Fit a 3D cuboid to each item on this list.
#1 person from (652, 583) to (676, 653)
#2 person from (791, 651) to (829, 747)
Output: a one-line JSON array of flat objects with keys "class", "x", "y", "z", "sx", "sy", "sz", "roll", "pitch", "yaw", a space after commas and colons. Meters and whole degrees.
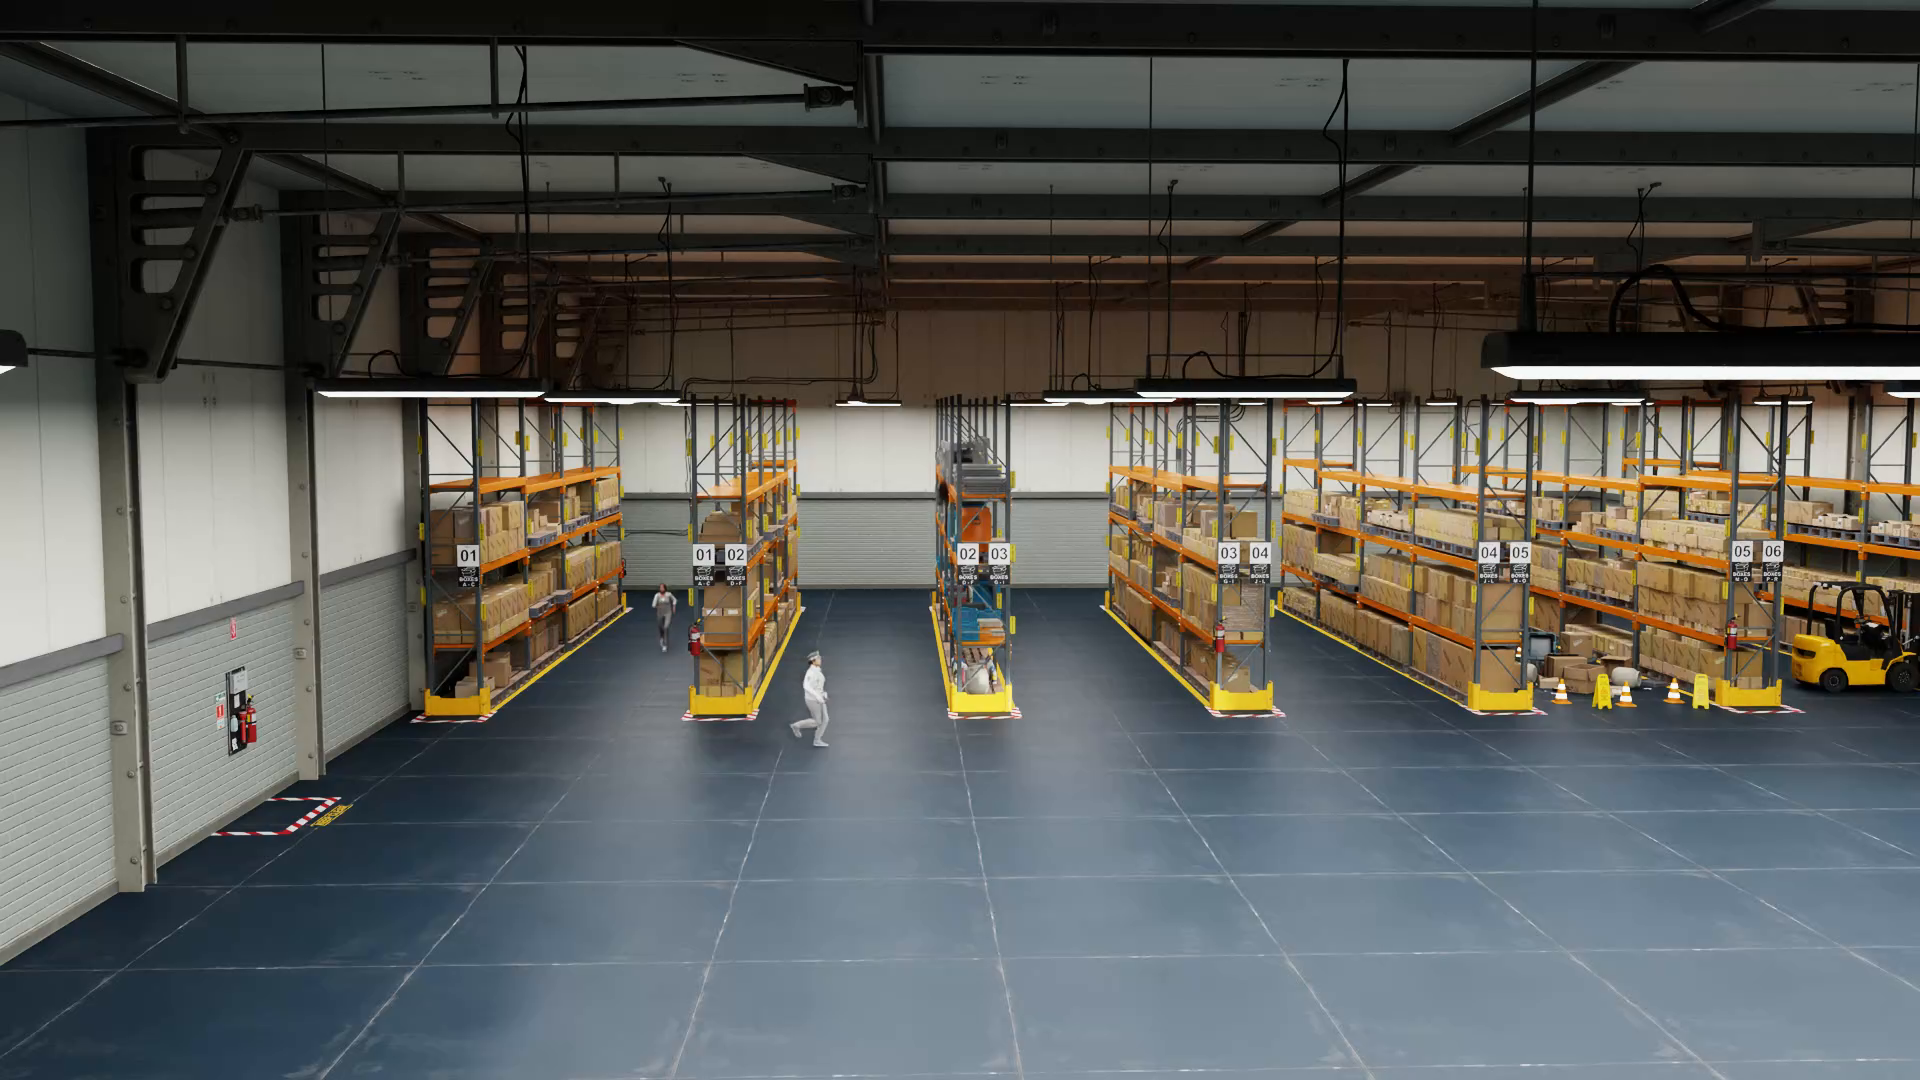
[{"class": "person", "x": -7.020, "y": 1.817, "z": 39.483, "sx": 0.535, "sy": 1.616, "sz": 0.886, "roll": 0, "pitch": 4, "yaw": 0}, {"class": "person", "x": -2.536, "y": 2.690, "z": 28.215, "sx": 0.652, "sy": 1.651, "sz": 0.629, "roll": 1, "pitch": 5, "yaw": 12}]
